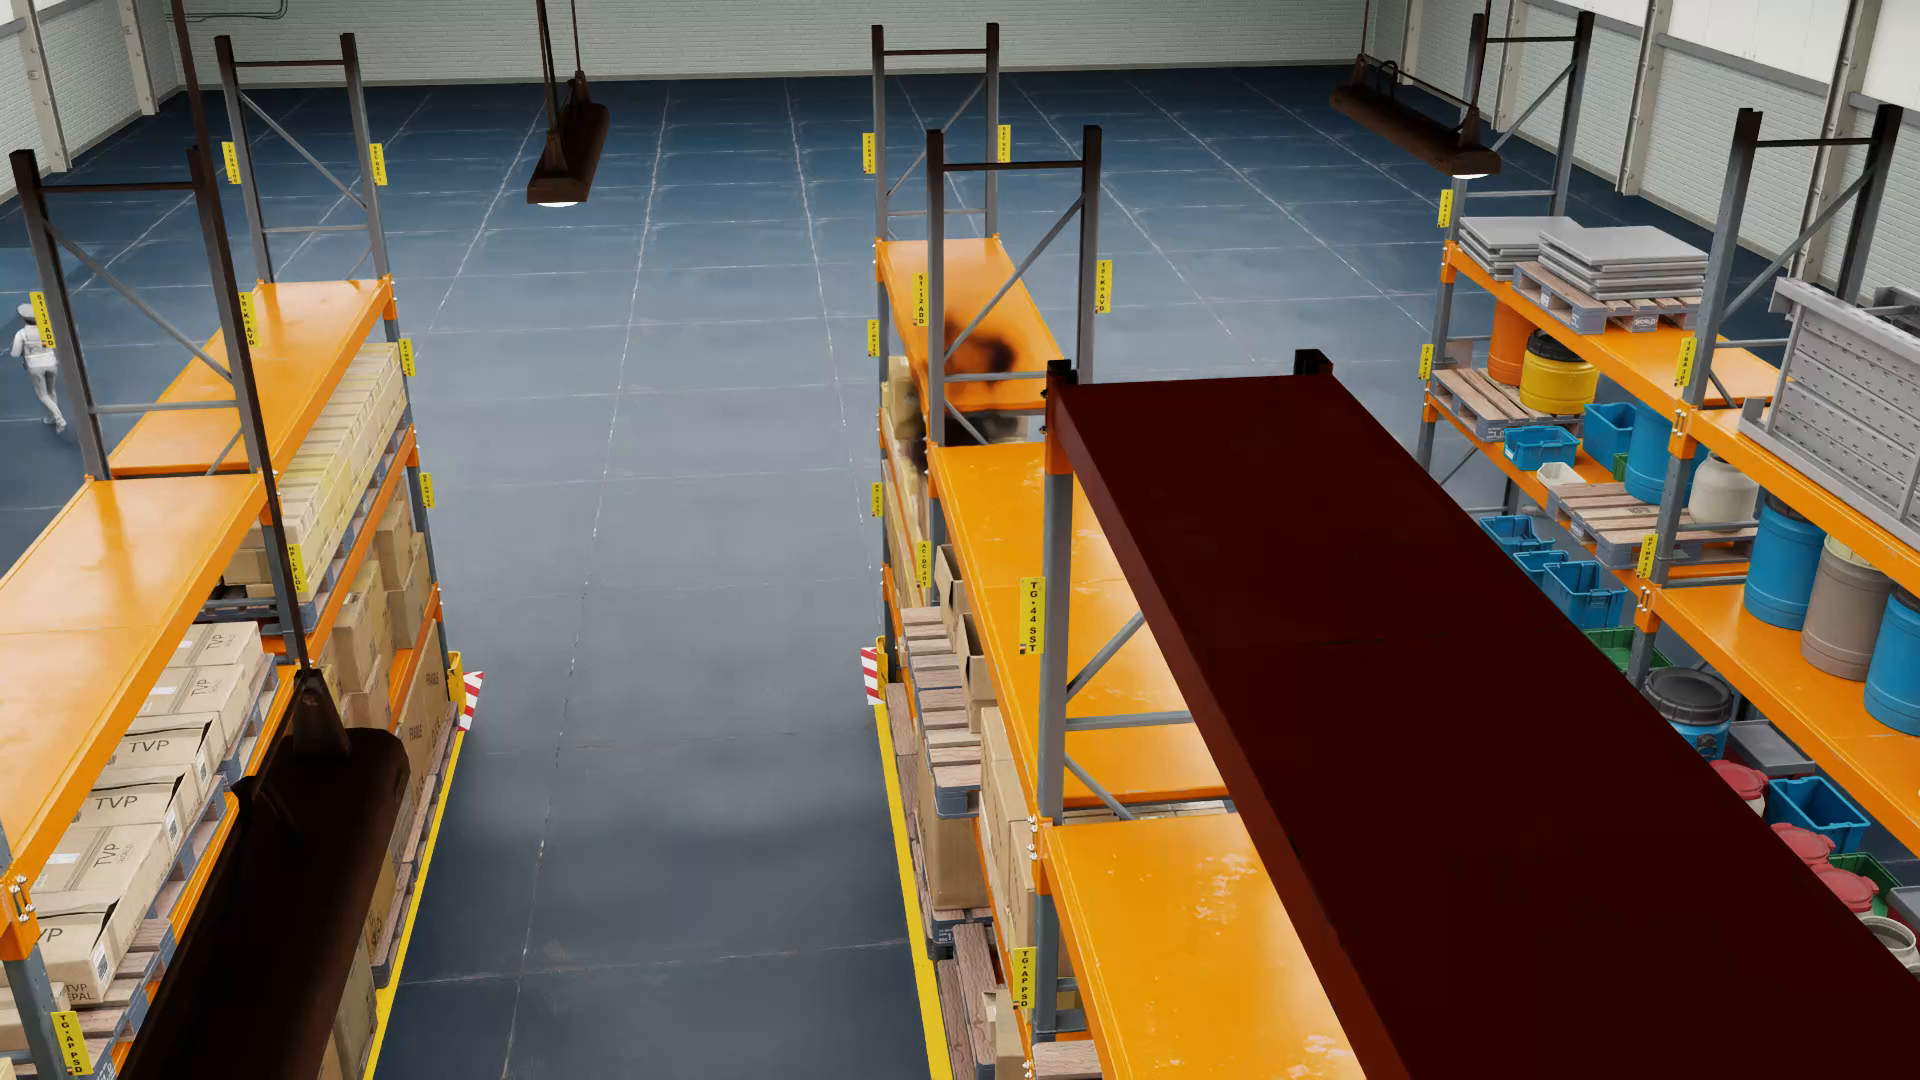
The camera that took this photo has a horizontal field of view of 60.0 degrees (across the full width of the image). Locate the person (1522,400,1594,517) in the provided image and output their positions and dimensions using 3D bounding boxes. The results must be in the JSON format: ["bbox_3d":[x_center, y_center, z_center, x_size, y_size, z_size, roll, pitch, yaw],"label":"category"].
[{"bbox_3d":[6.923,-1.043,18.659,0.950,1.763,0.721,9,27,19],"label":"person"}]

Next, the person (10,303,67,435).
[{"bbox_3d":[-11.613,-2.173,21.046,0.937,1.684,0.610,20,32,36],"label":"person"}]
